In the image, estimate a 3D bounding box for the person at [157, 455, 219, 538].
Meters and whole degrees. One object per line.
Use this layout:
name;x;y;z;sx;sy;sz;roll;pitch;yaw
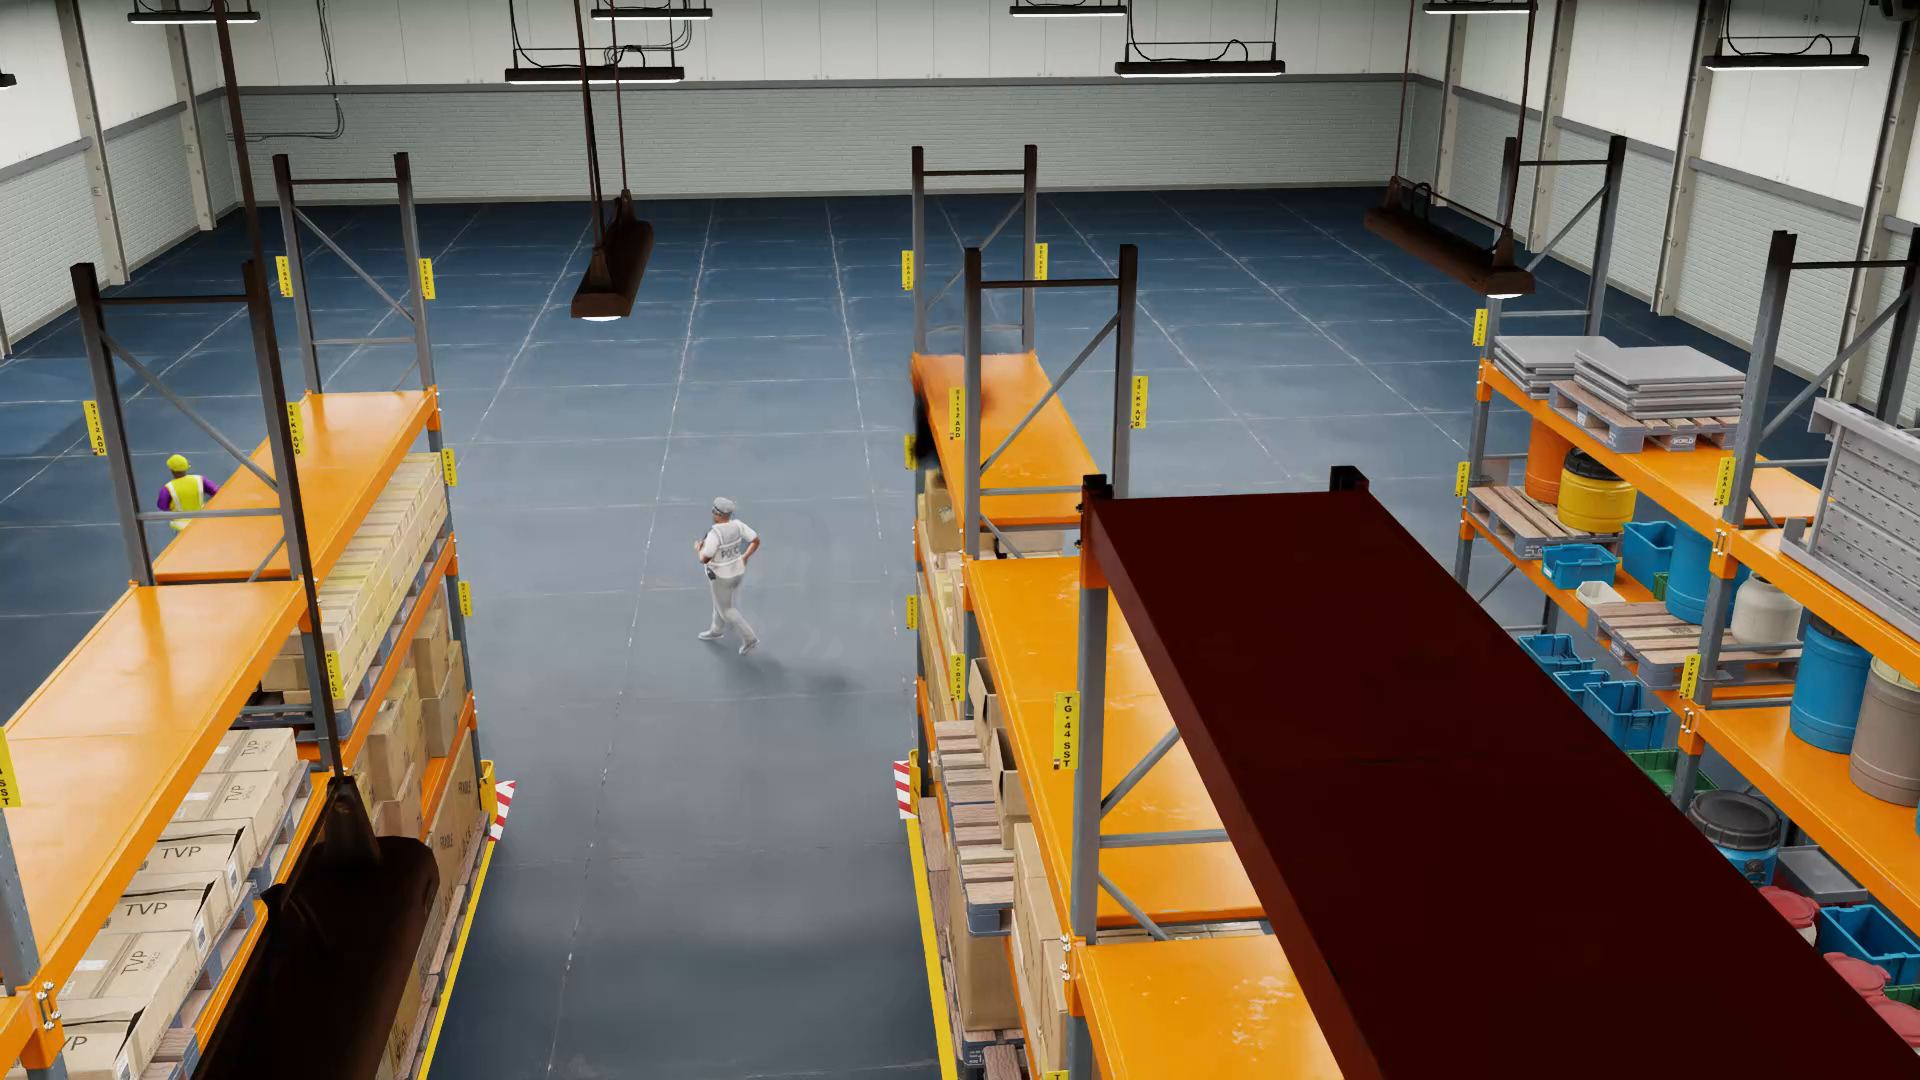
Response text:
person;-9.166;-0.200;19.750;0.673;1.742;0.676;14;25;31

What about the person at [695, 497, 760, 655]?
person;-2.567;0.377;18.206;0.969;1.775;0.664;13;25;29
